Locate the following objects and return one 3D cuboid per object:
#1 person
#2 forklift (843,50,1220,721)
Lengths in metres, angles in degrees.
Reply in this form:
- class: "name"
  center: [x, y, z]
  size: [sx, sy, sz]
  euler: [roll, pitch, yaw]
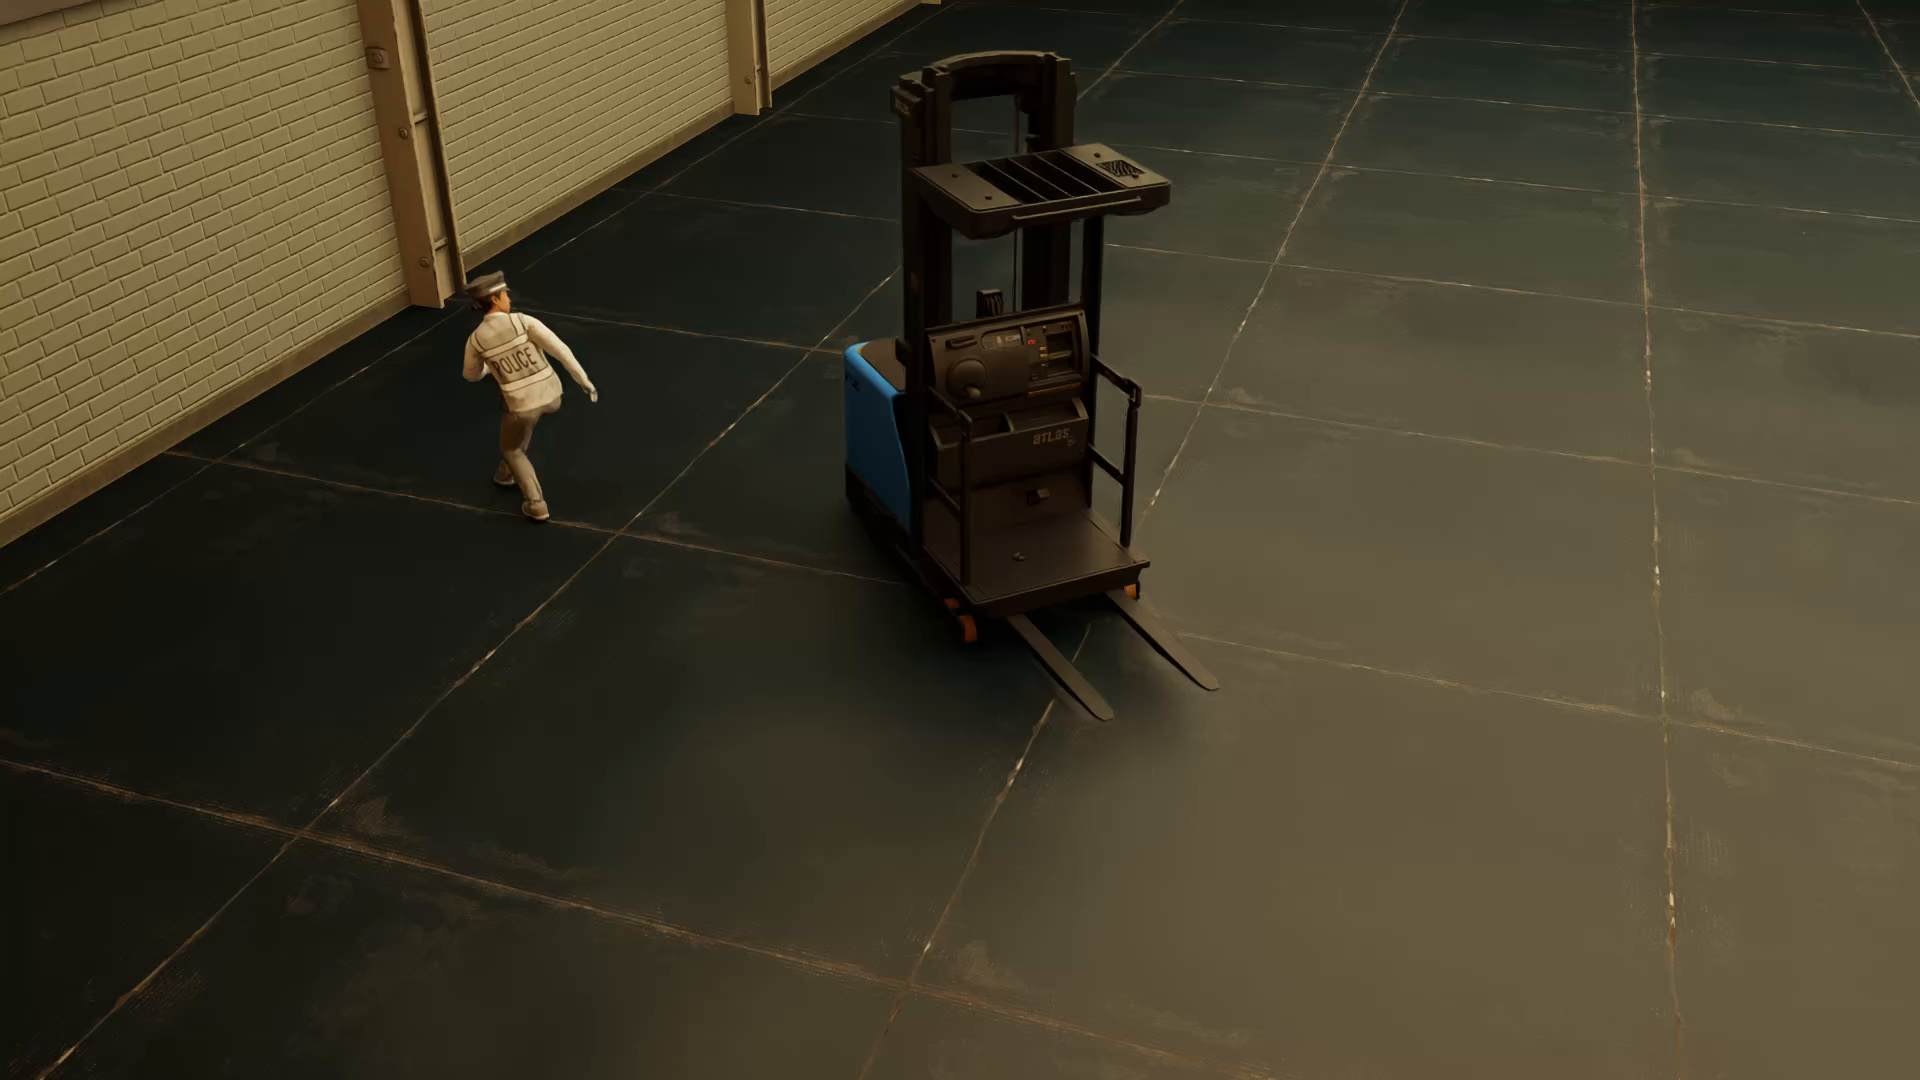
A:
- class: "person"
  center: [-2.667, -0.937, 10.212]
  size: [0.701, 1.526, 0.732]
  euler: [-15, 33, -25]
- class: "forklift"
  center: [0.364, -0.948, 8.799]
  size: [1.130, 2.935, 3.031]
  euler: [-13, 32, -22]
